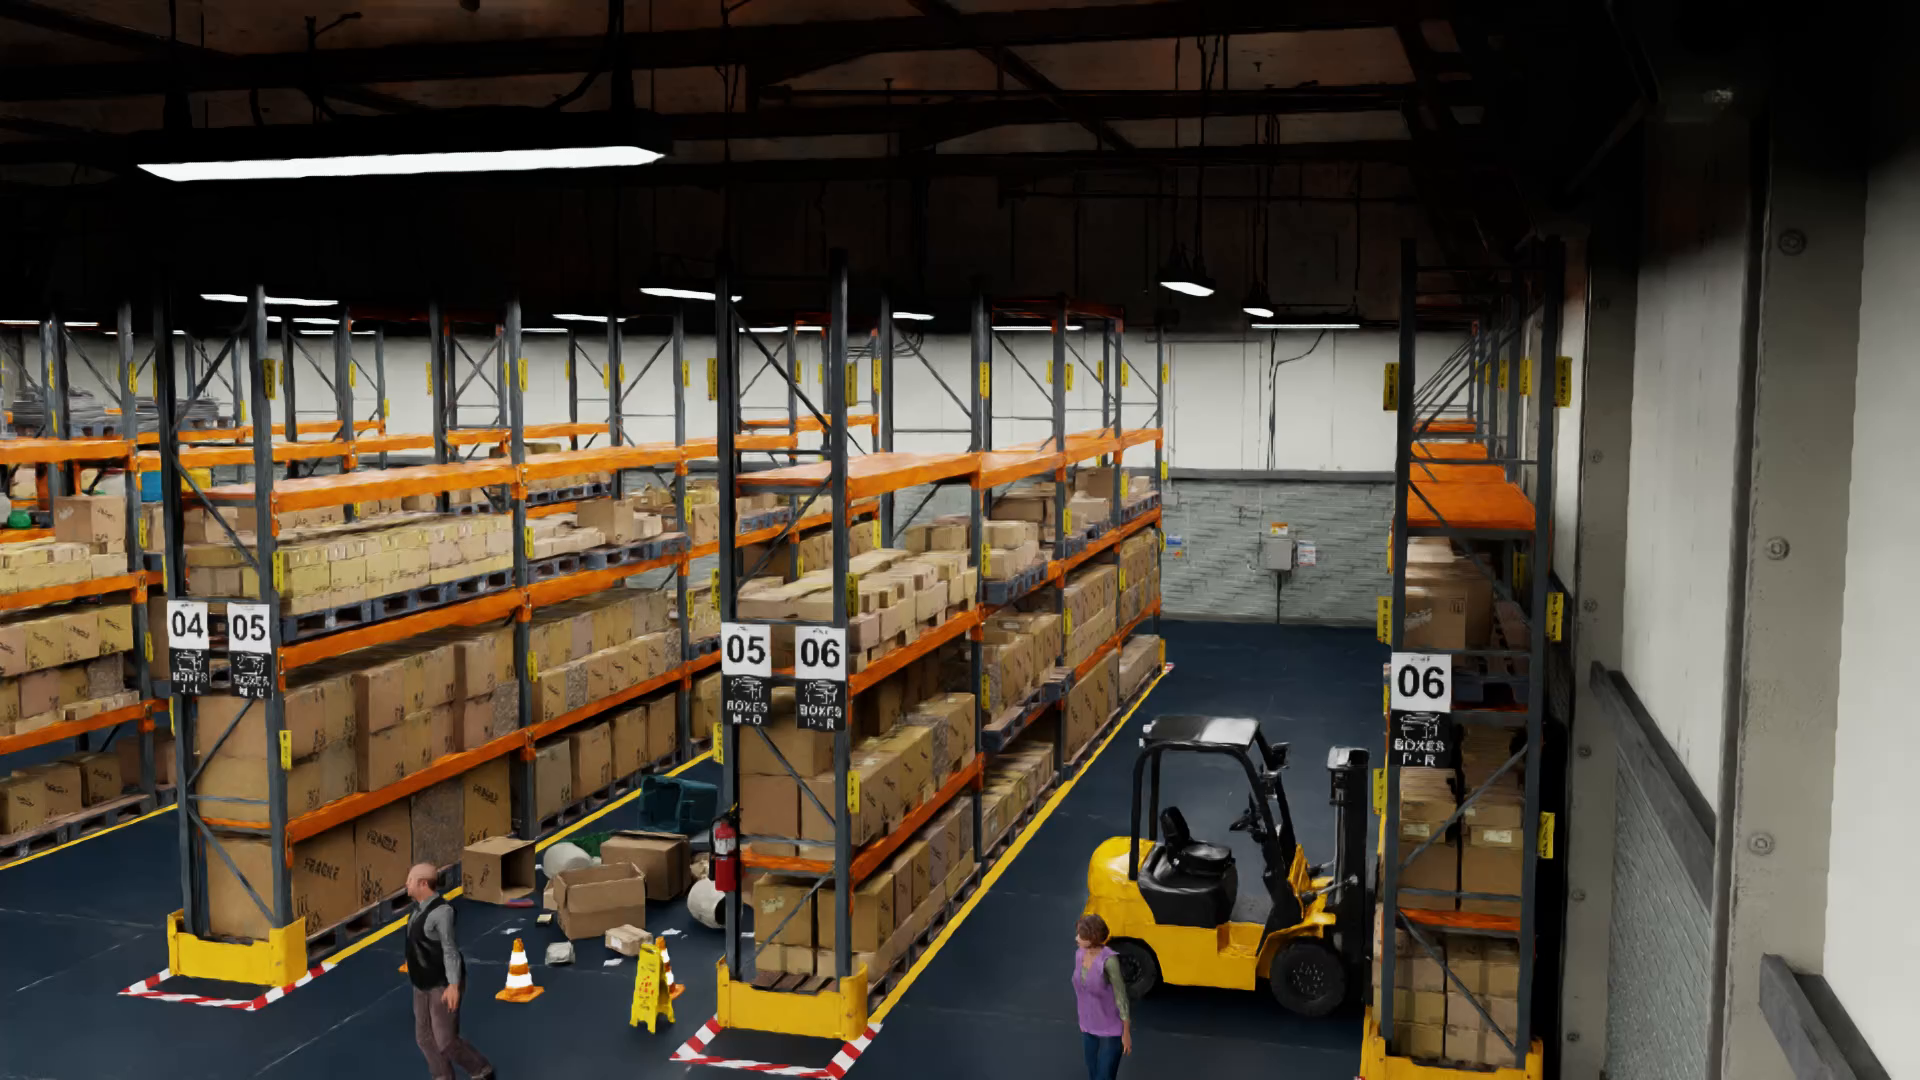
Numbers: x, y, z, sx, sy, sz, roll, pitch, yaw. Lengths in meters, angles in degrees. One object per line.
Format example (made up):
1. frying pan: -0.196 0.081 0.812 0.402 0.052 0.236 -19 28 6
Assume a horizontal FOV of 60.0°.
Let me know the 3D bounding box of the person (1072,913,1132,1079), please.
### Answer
1. person: 0.978 3.220 10.959 0.462 1.586 0.460 -4 7 -35

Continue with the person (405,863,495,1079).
1. person: -3.588 3.090 11.666 0.540 1.709 0.583 -5 8 -38
